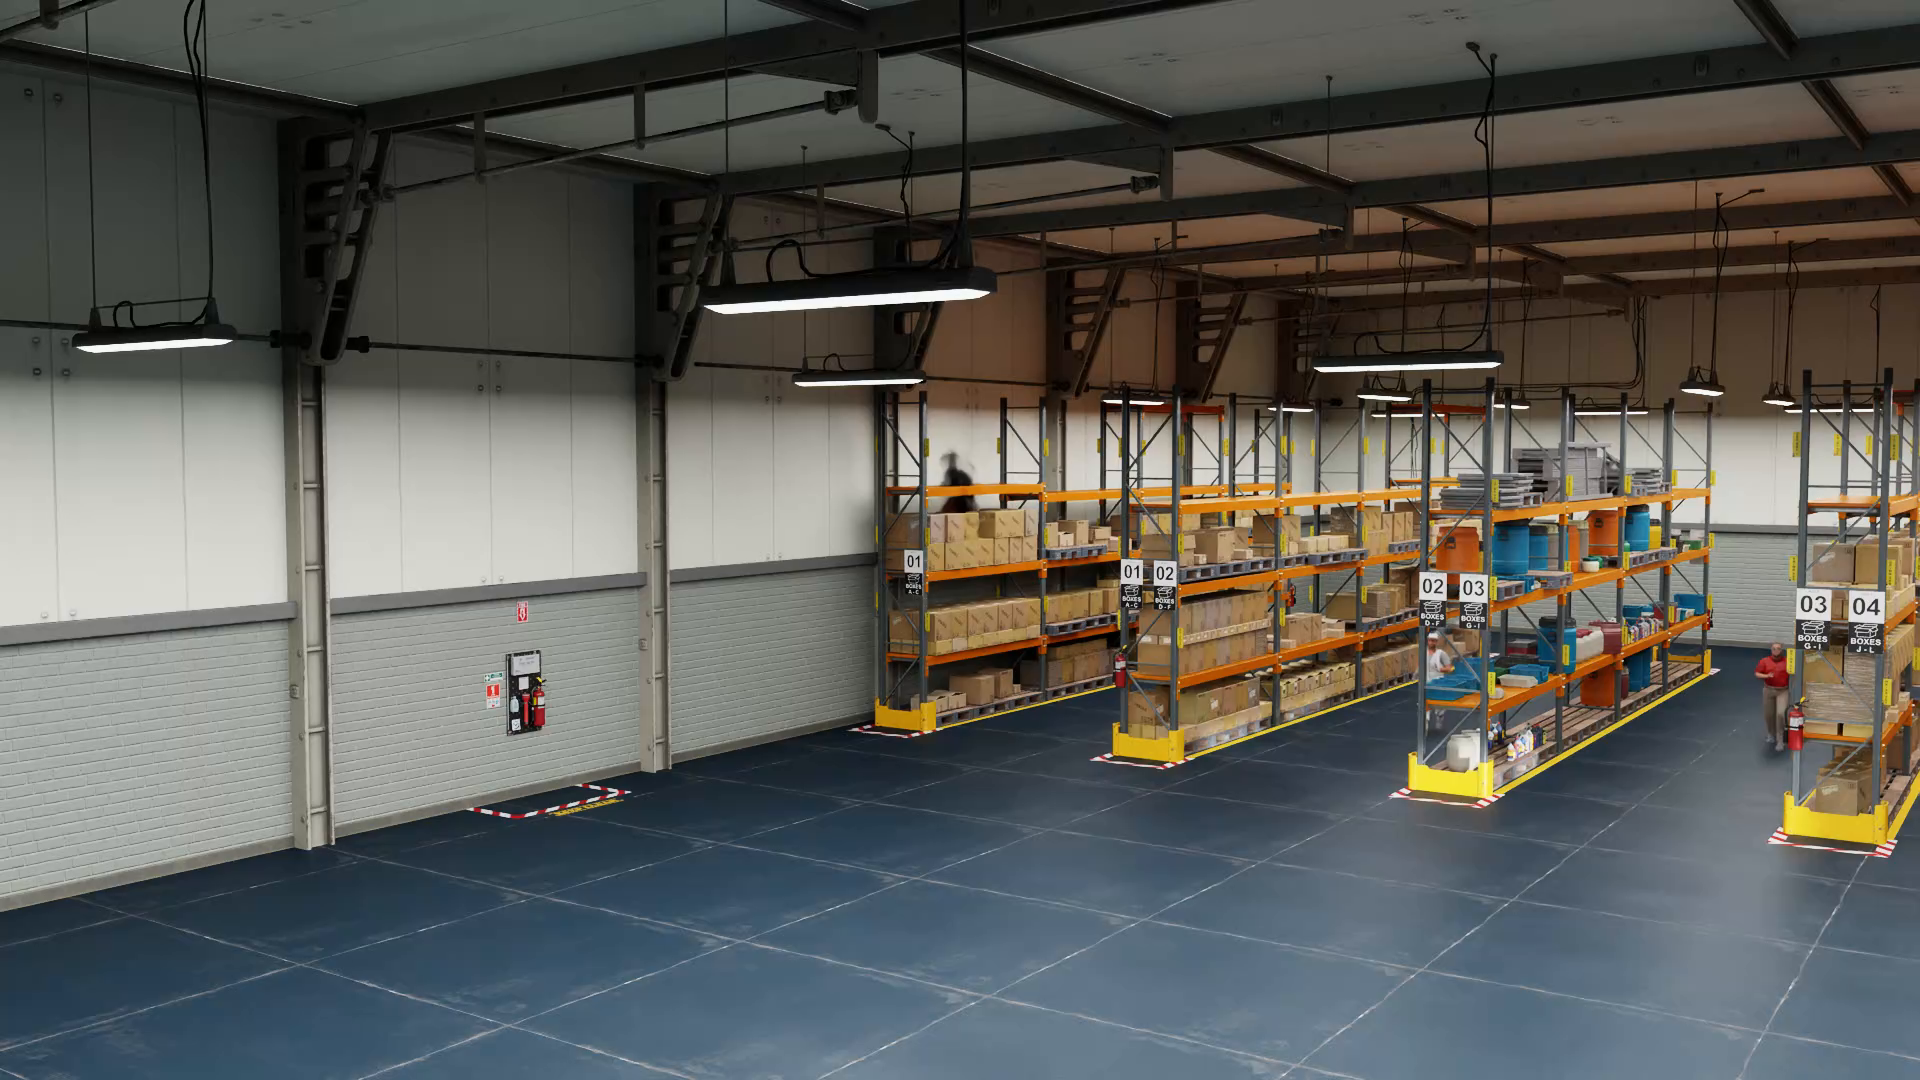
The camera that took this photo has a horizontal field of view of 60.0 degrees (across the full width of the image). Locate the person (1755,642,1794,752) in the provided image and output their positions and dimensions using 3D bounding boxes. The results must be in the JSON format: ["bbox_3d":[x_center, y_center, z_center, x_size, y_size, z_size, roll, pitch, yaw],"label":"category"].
[{"bbox_3d":[13.614,2.596,27.741,0.641,1.784,0.845,2,4,31],"label":"person"}]

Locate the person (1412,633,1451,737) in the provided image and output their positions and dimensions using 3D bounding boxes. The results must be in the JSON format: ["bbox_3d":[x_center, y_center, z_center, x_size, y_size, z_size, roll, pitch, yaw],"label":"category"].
[{"bbox_3d":[8.170,2.486,28.815,0.661,1.765,1.002,2,4,26],"label":"person"}]
